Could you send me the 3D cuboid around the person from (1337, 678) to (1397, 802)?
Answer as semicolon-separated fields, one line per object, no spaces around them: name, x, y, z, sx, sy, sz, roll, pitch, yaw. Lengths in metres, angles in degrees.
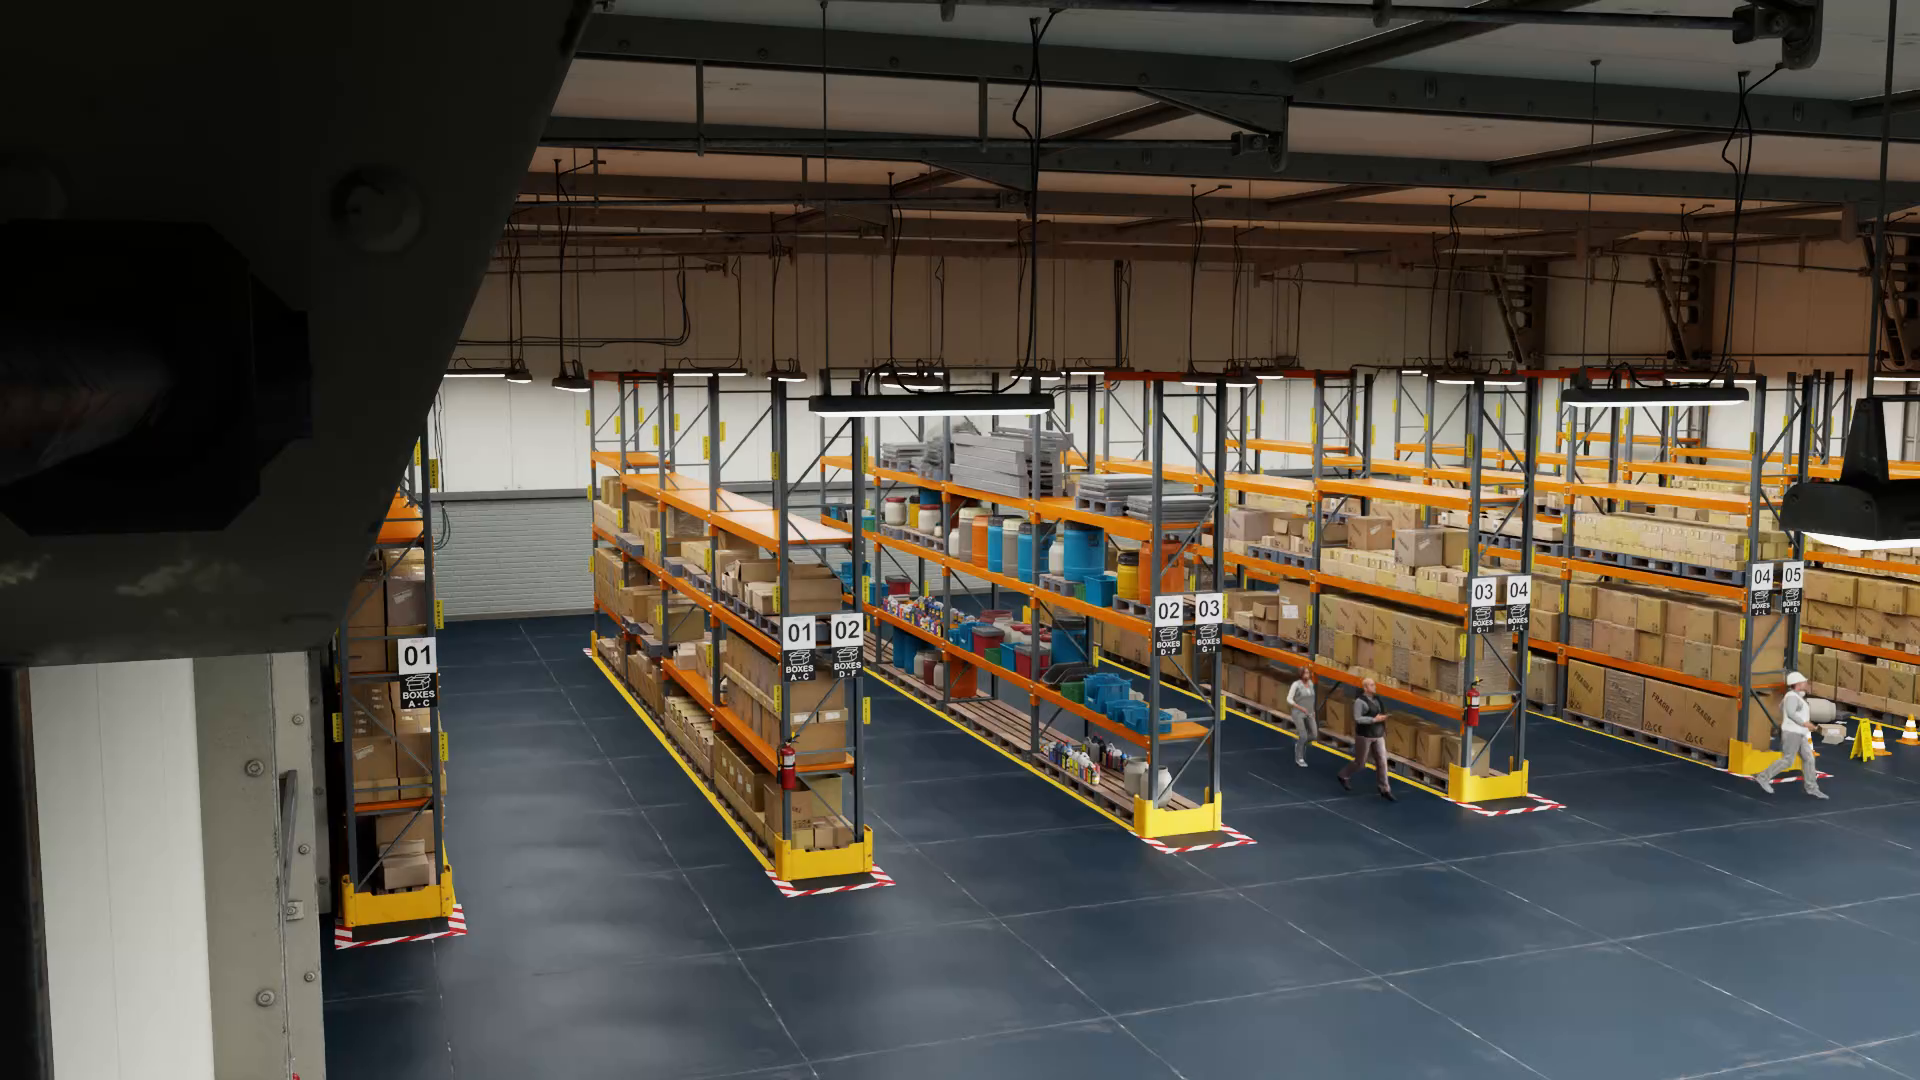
person;5.832;2.812;23.695;0.655;1.710;0.969;-4;8;-34

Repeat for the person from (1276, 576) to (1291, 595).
person;6.927;1.605;35.245;0.604;1.692;0.718;-2;7;-18

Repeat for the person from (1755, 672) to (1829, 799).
person;12.045;2.785;23.918;0.922;1.760;0.727;4;8;32

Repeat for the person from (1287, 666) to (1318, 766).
person;5.274;2.707;25.583;0.543;1.565;0.530;-3;7;-24
